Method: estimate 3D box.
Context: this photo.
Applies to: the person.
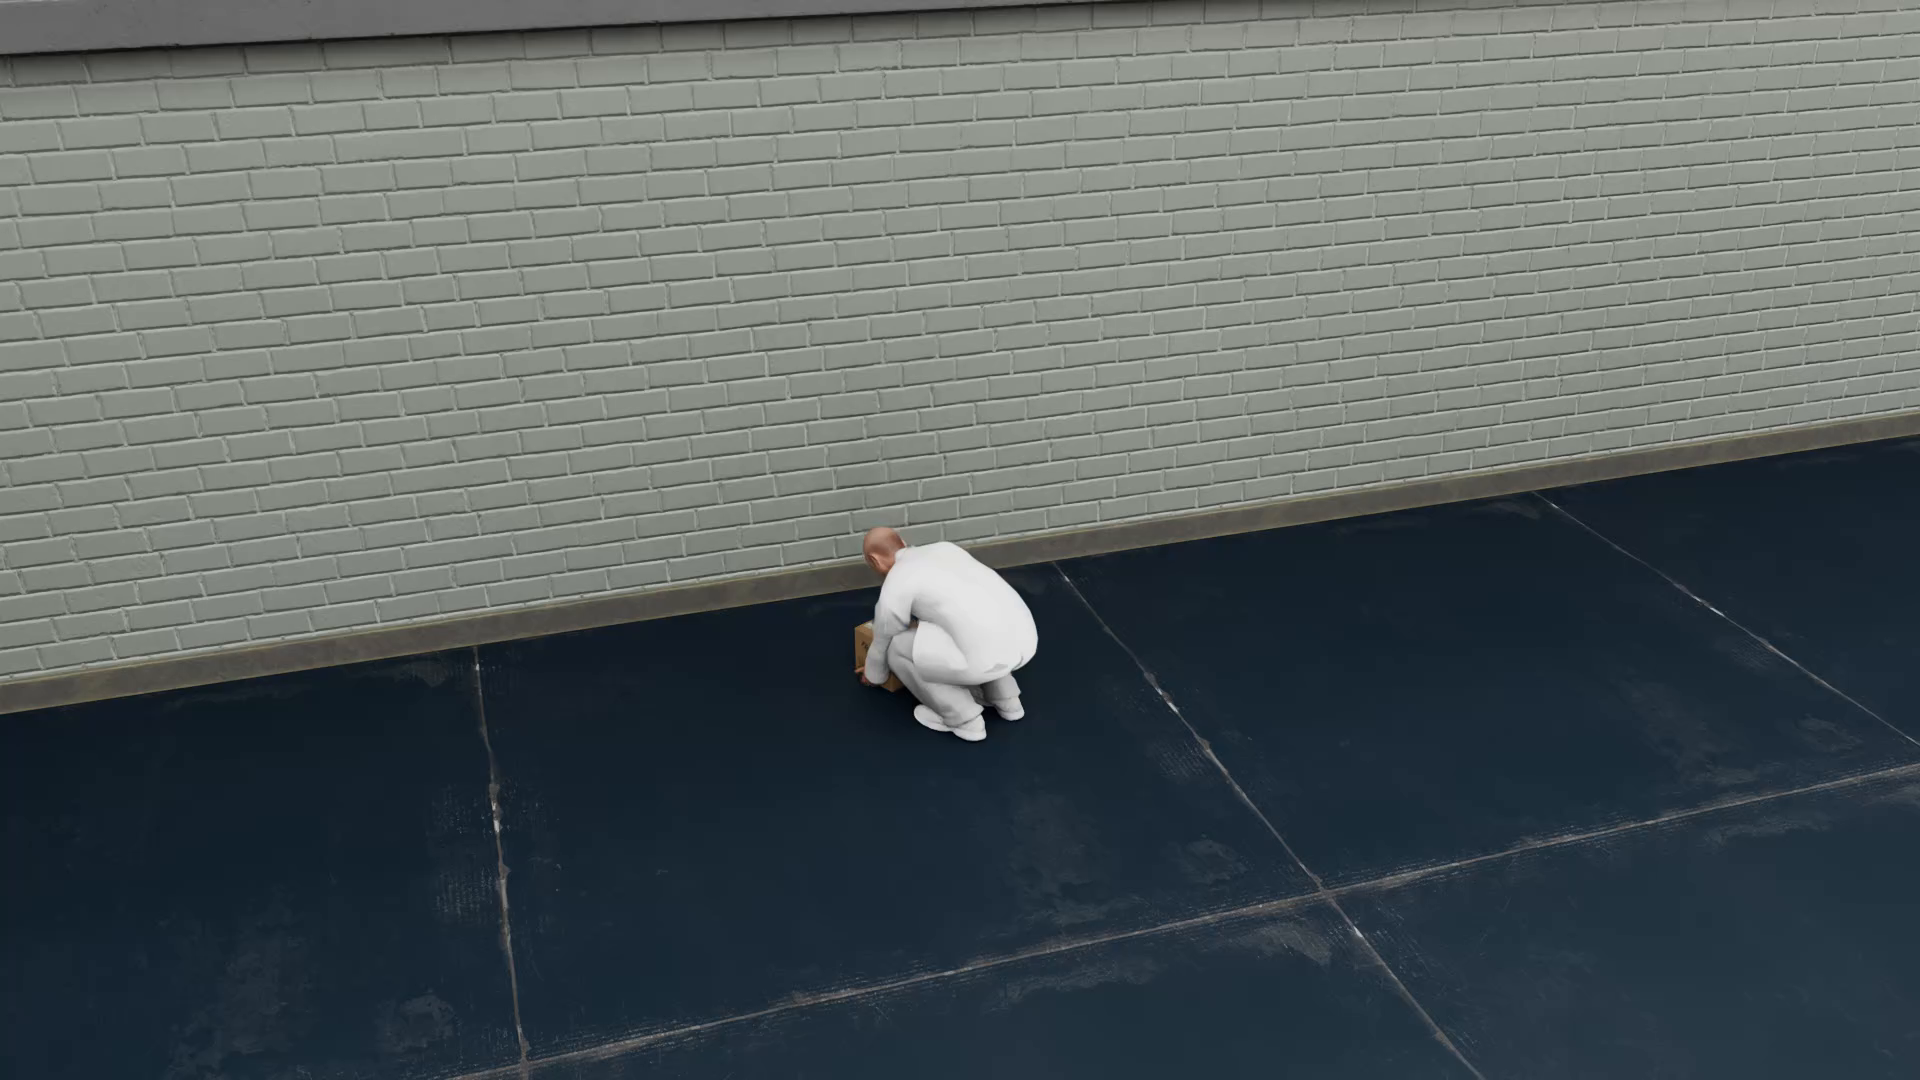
[{"bbox_3d":[-0.073,0.447,7.481,0.932,0.851,0.582,22,34,38],"label":"person"}]
